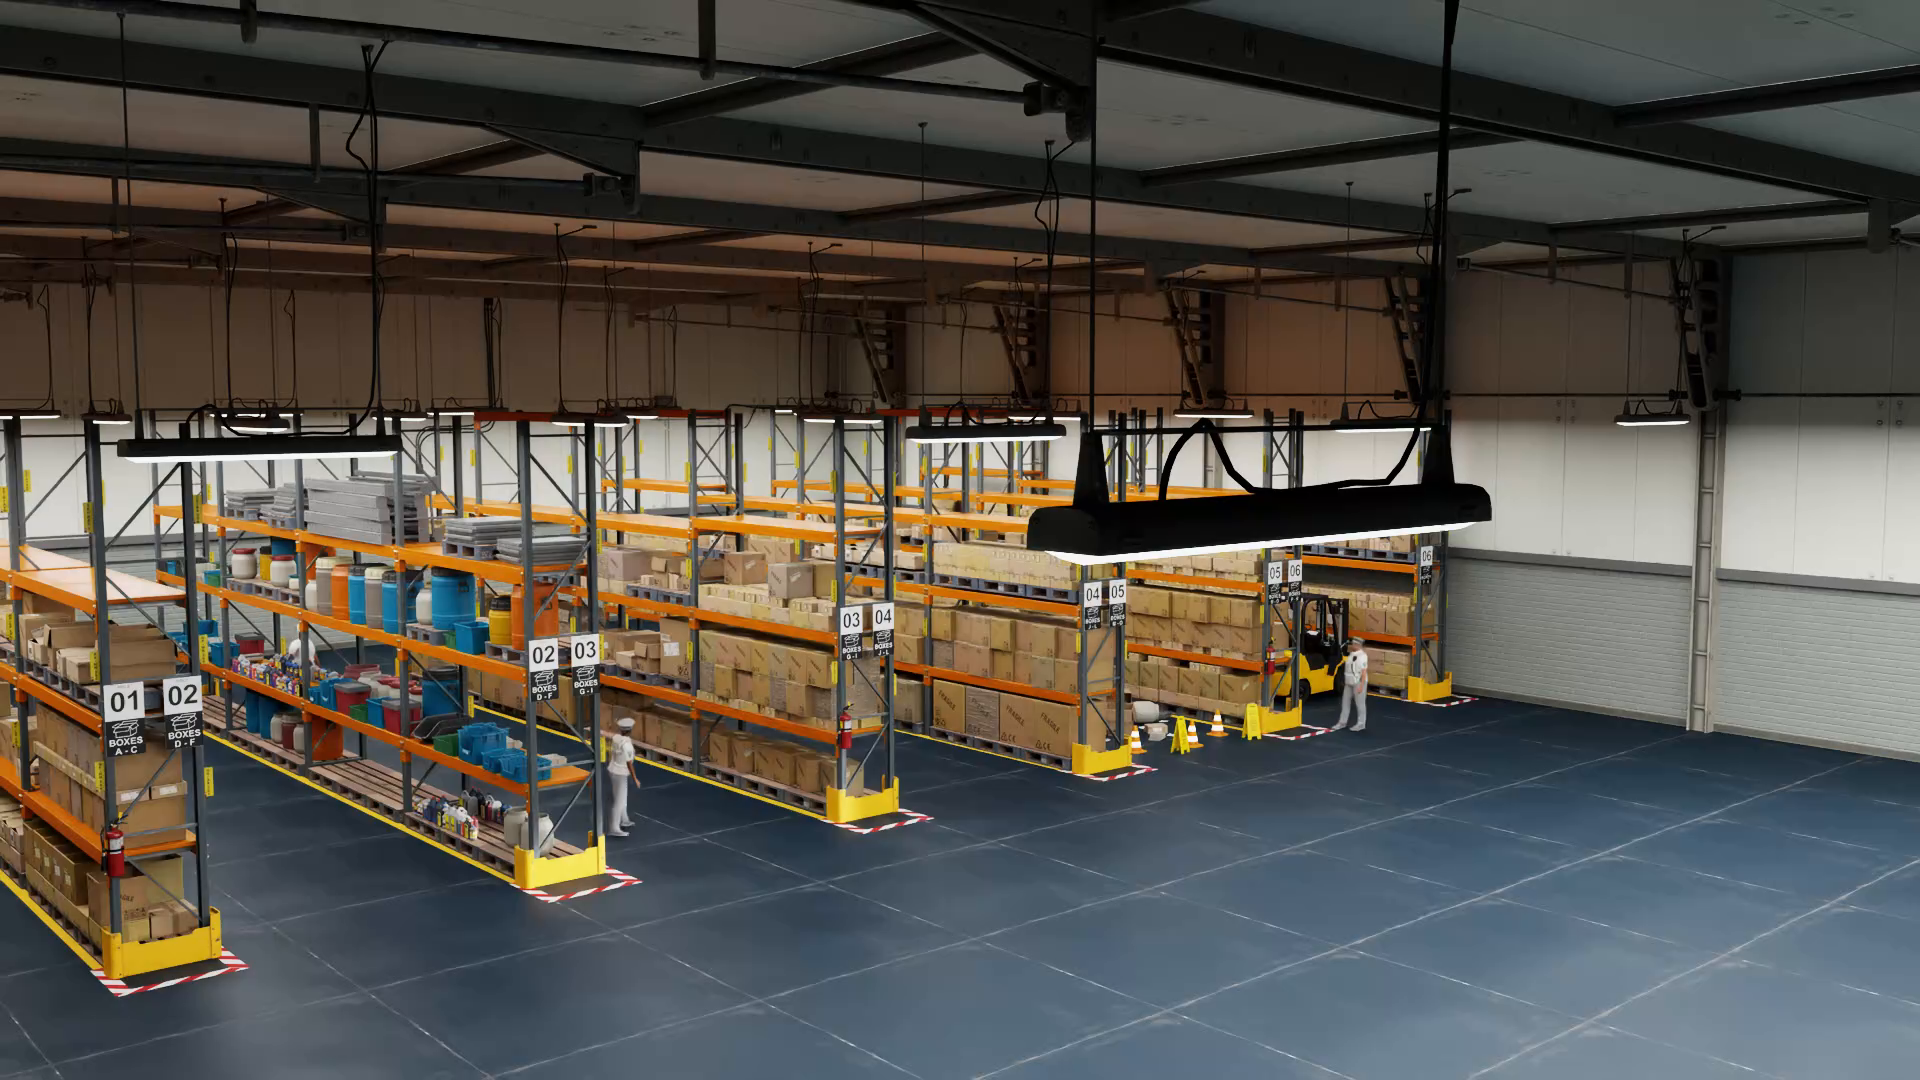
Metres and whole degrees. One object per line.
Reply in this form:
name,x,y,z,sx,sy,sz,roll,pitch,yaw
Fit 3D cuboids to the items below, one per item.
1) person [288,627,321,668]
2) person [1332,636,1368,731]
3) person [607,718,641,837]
person,-13.113,2.561,33.258,1.080,1.724,0.755,5,7,45
person,7.371,2.704,31.284,0.569,1.787,0.542,-3,6,-29
person,-4.885,3.405,24.053,0.533,1.680,0.677,-3,6,-27
